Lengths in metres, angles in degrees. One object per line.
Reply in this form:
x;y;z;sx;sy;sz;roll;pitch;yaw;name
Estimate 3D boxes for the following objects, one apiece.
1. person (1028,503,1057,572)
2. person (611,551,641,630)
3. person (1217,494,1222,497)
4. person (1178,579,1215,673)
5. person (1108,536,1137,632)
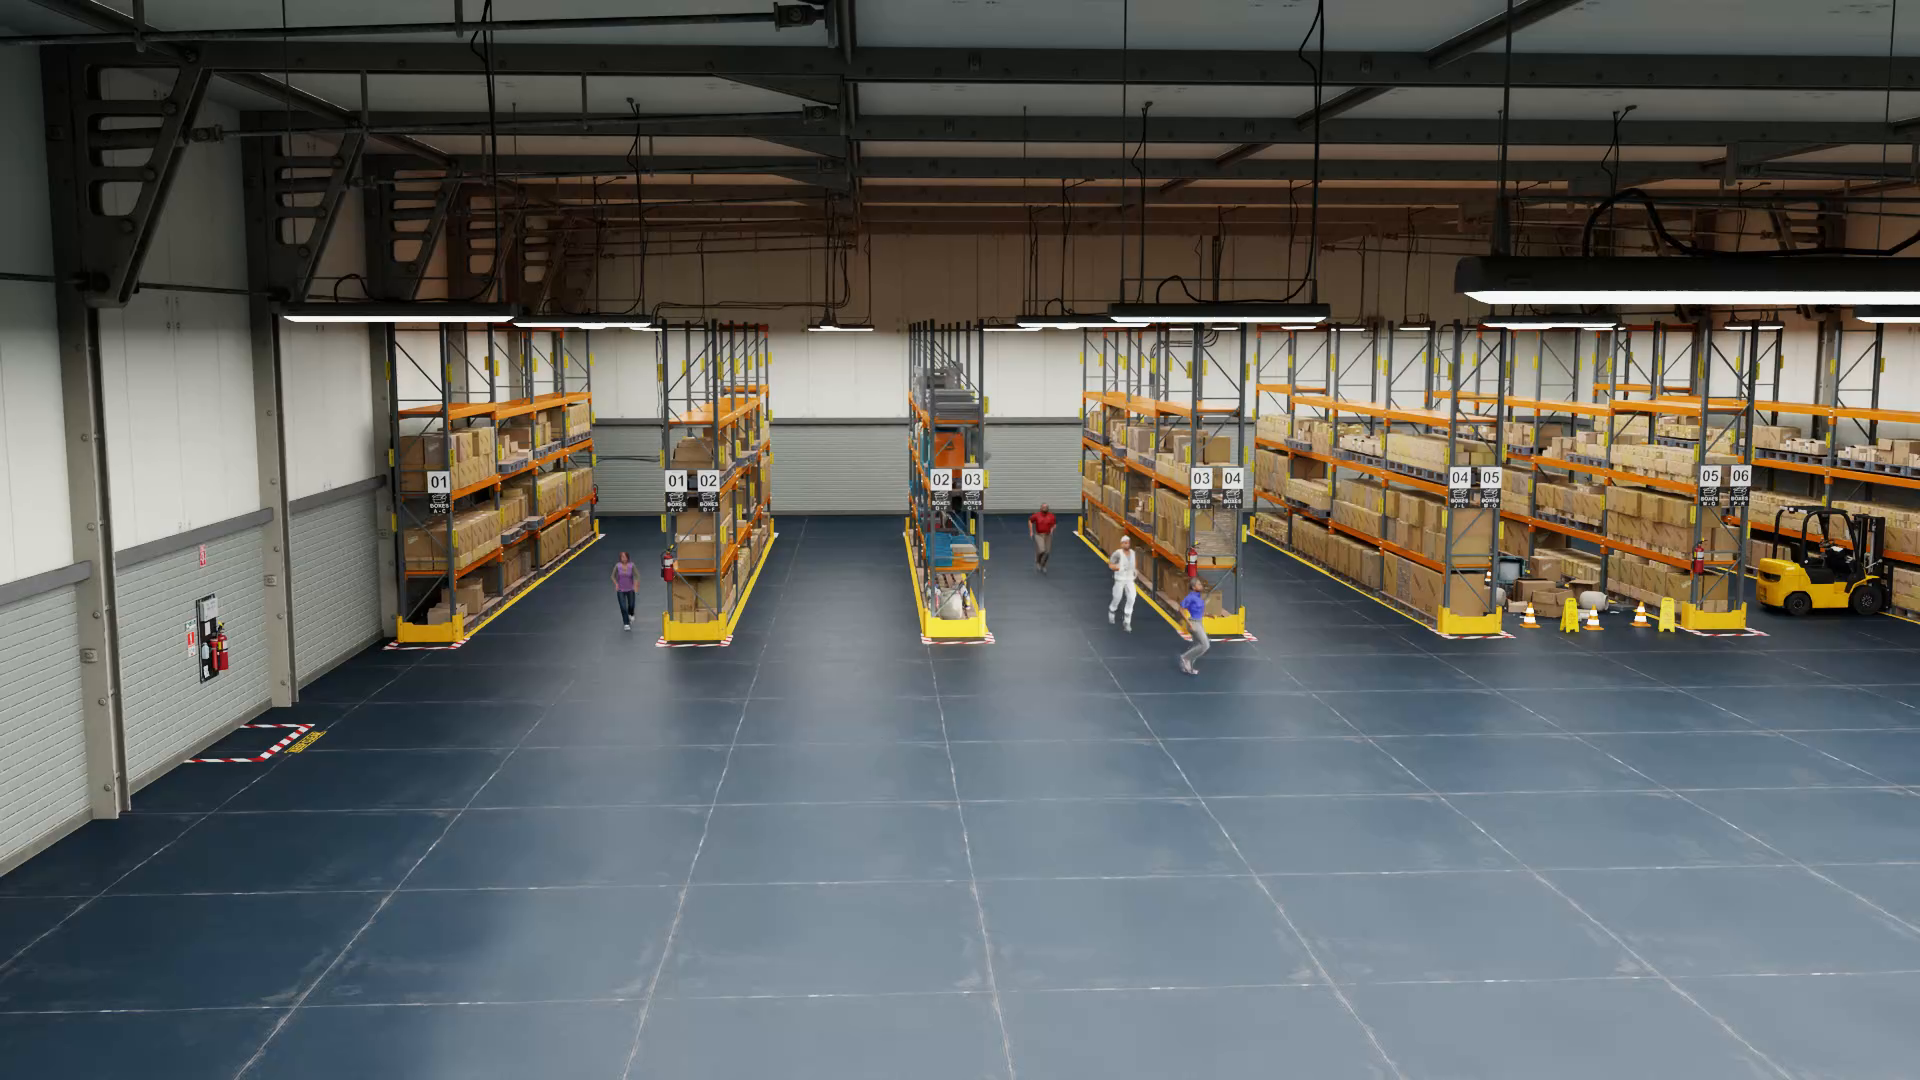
2.014;-0.055;39.965;0.639;1.686;0.733;-2;7;-12;person
-6.469;0.980;32.186;0.563;1.545;0.541;-1;7;-9;person
7.326;-0.802;45.883;0.678;1.742;0.670;1;7;6;person
4.022;1.435;28.059;0.561;1.567;0.561;3;8;24;person
3.182;0.831;32.389;0.663;1.847;0.795;-2;7;-19;person
